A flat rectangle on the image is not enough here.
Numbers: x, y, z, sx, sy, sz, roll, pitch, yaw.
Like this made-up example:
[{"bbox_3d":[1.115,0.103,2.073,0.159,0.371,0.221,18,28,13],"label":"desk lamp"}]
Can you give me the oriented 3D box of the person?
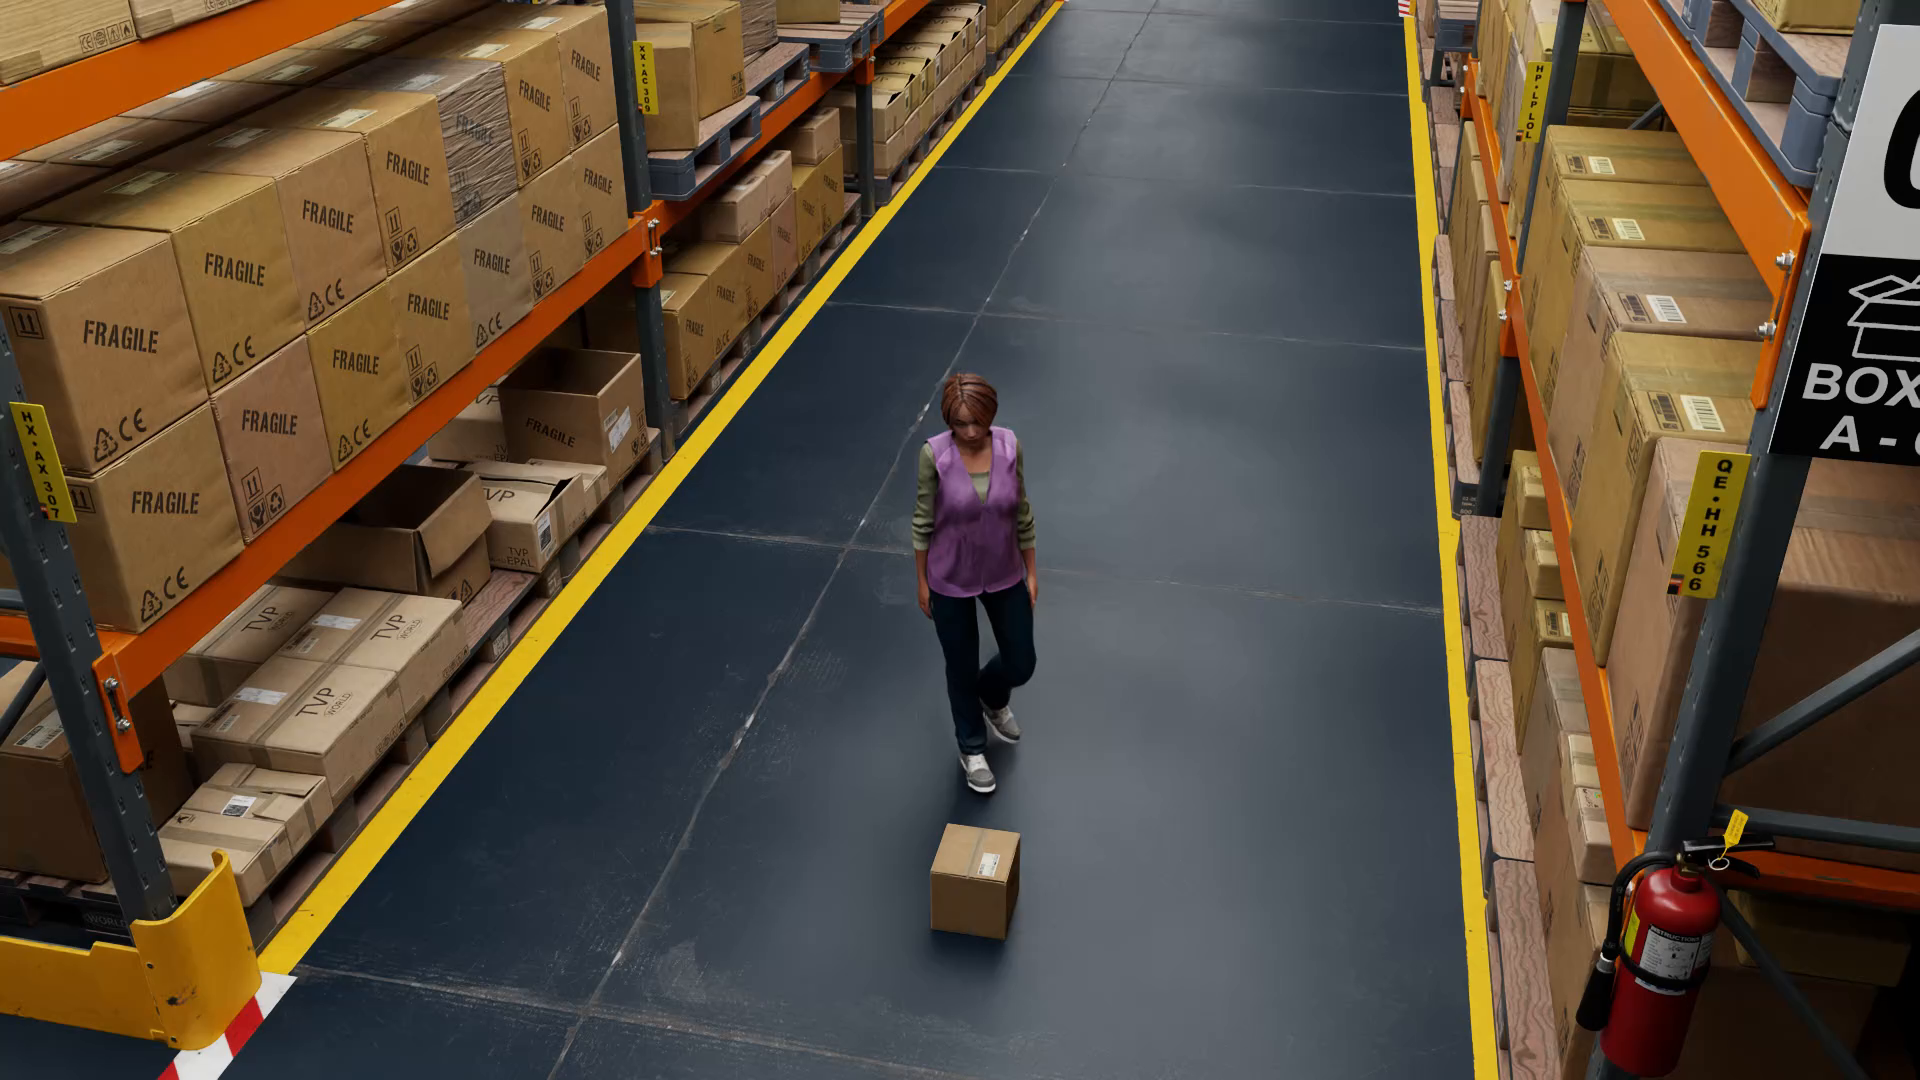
[{"bbox_3d":[0.053,0.143,5.862,0.432,1.588,0.441,-7,30,-13],"label":"person"}]
